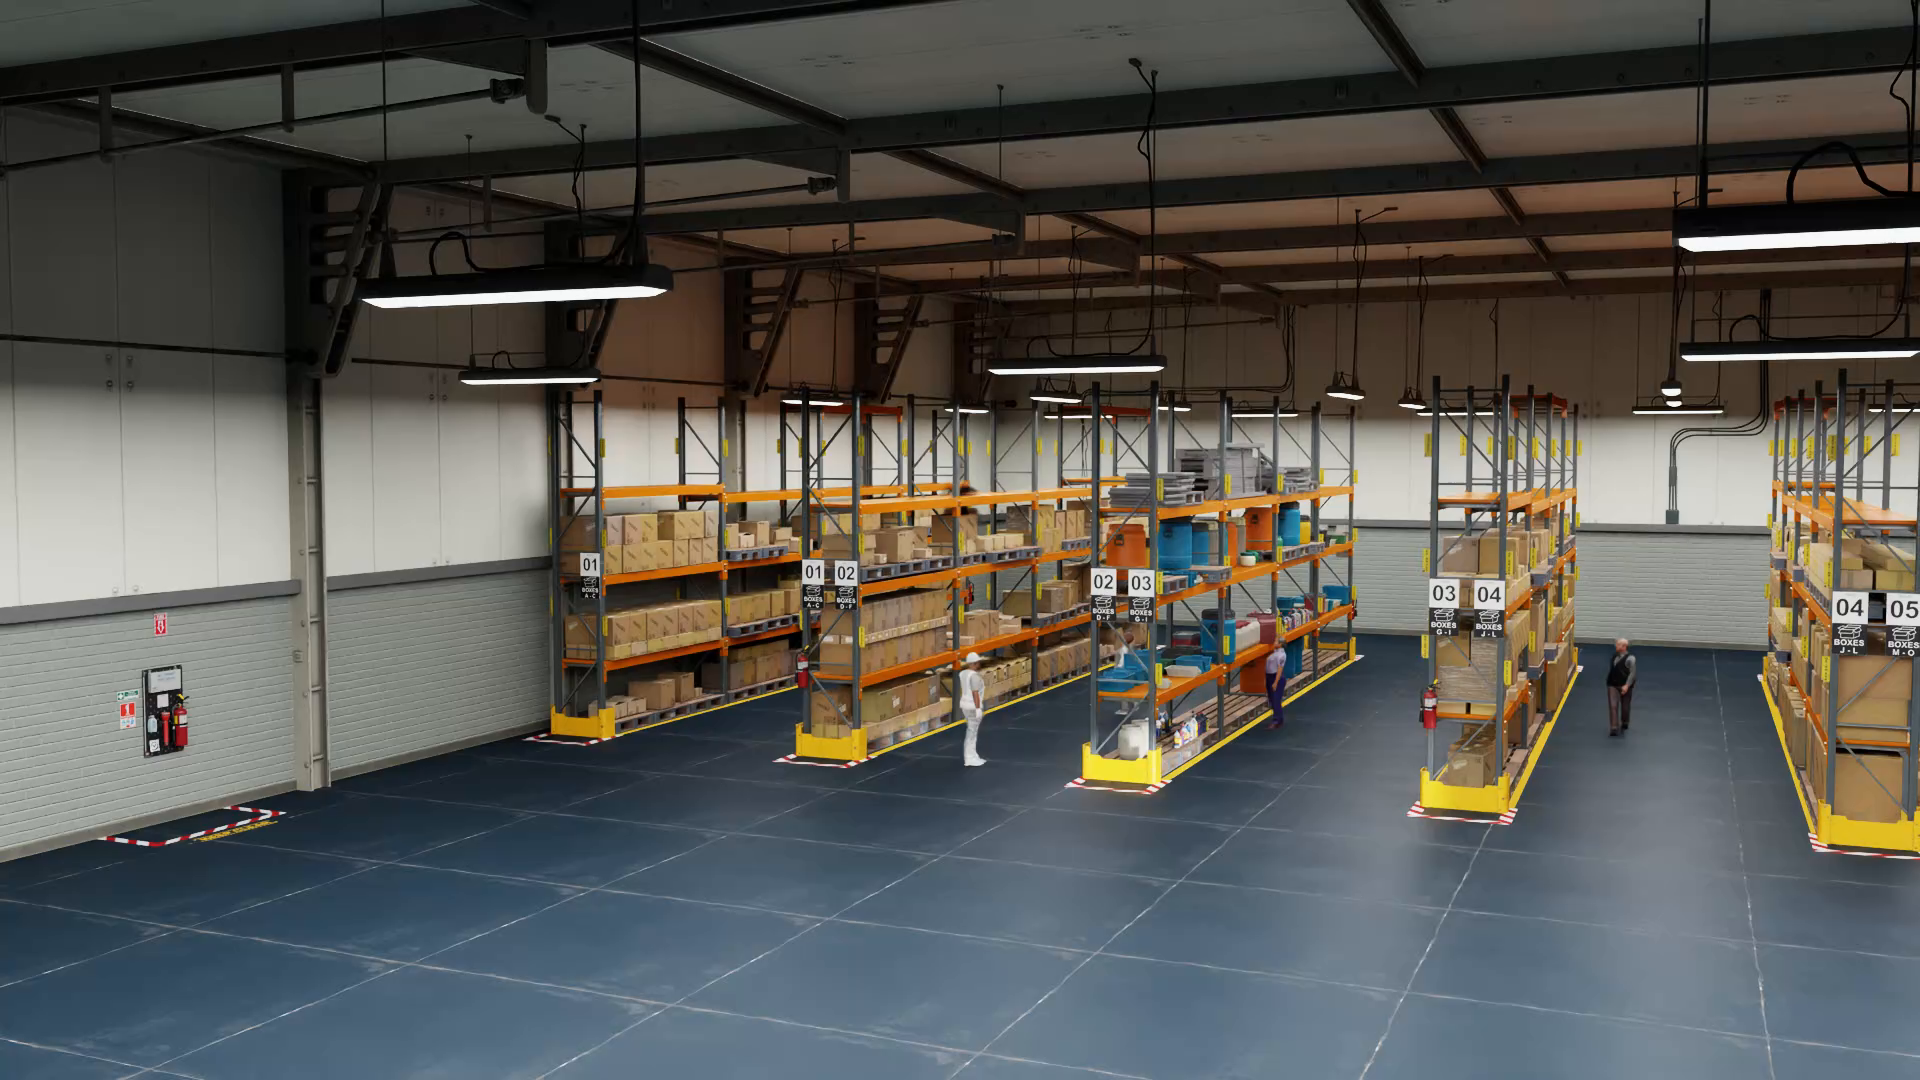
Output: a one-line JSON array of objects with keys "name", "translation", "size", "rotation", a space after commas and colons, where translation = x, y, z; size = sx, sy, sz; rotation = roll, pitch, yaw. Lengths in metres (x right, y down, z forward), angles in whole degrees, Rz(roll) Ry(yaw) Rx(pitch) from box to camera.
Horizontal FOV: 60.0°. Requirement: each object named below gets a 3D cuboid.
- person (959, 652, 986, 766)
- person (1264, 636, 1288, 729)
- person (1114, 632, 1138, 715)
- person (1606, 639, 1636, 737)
[{"name": "person", "translation": [0.251, 2.675, 26.268], "size": [0.481, 1.803, 0.649], "rotation": [-1, 3, -17]}, {"name": "person", "translation": [5.643, 2.554, 29.802], "size": [0.489, 1.657, 0.500], "rotation": [-1, 3, -22]}, {"name": "person", "translation": [3.063, 2.489, 31.009], "size": [0.461, 1.574, 0.443], "rotation": [2, 4, 32]}, {"name": "person", "translation": [11.539, 2.568, 29.039], "size": [0.474, 1.680, 1.049], "rotation": [1, 3, 20]}]
